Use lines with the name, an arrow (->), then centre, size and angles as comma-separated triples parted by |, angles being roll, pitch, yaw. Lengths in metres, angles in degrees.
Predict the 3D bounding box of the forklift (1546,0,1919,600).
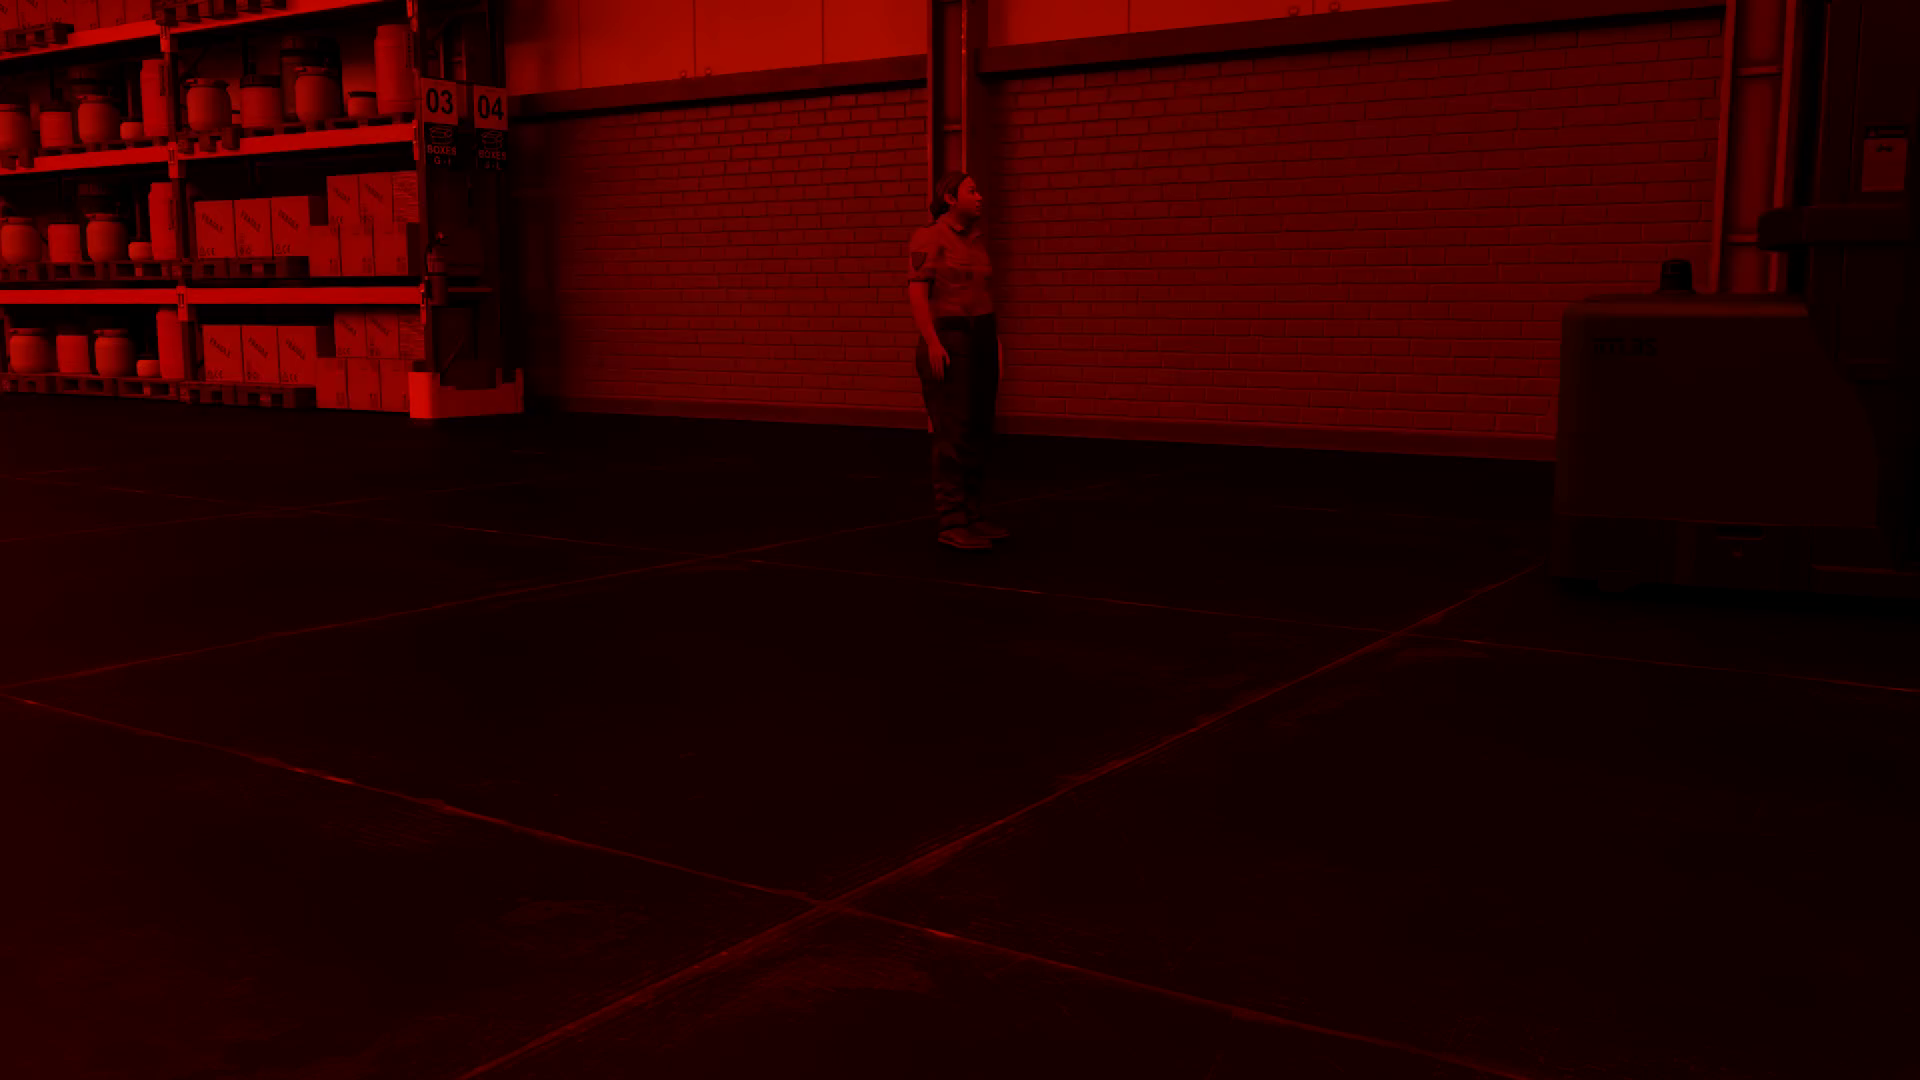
forklift -> 3.755, -1.233, 5.862 | 3.031, 2.935, 1.130 | 3, 9, 21

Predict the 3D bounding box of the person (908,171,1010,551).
person -> 0.062, -0.813, 7.418 | 0.502, 1.651, 0.598 | 5, 10, 34
